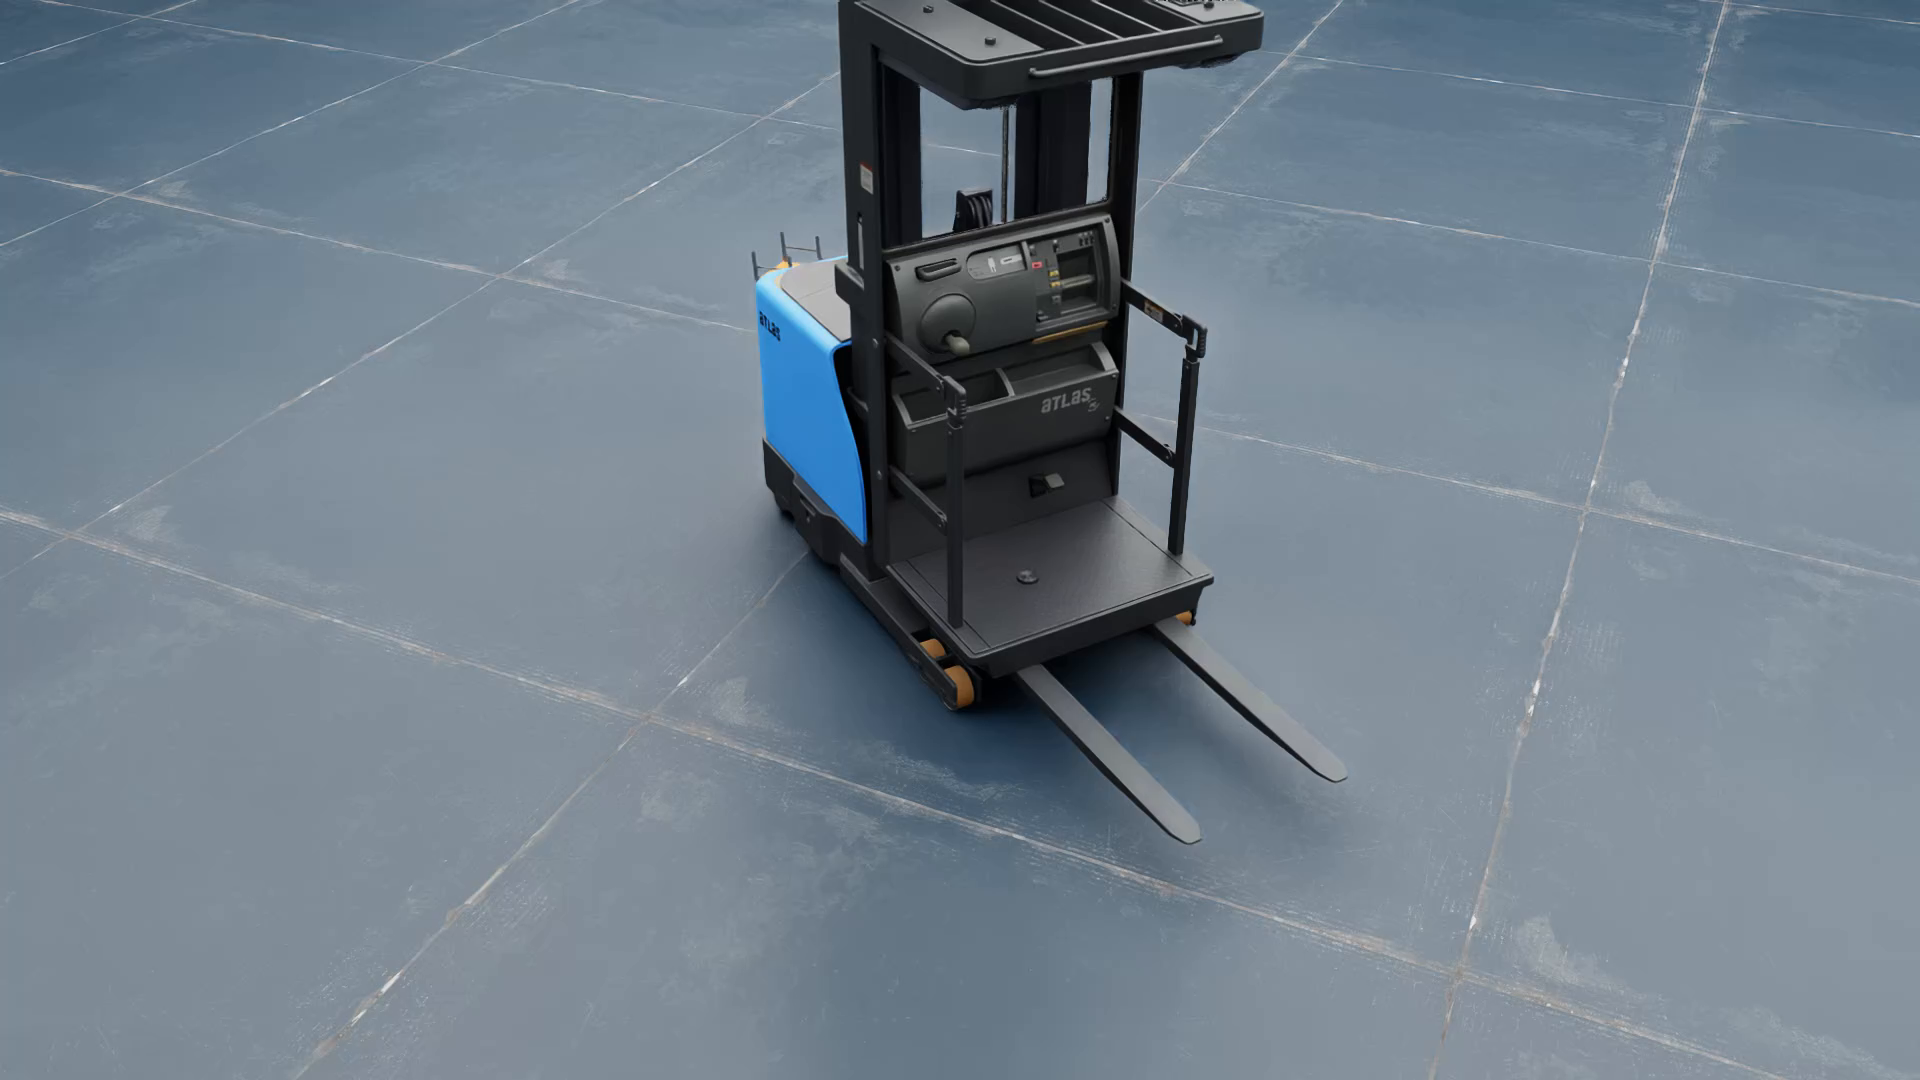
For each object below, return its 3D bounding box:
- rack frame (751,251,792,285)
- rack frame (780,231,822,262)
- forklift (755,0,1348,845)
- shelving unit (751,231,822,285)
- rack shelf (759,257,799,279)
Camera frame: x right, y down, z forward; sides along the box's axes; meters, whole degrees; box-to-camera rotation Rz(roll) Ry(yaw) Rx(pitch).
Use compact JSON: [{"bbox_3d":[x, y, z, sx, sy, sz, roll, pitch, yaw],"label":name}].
[{"bbox_3d":[-0.788,-0.796,7.493,0.200,1.050,0.008,11,35,23],"label":"rack frame"},{"bbox_3d":[-0.683,-0.916,7.678,0.200,1.050,0.008,11,35,23],"label":"rack frame"},{"bbox_3d":[0.282,-0.873,5.908,1.130,2.935,3.031,-17,37,-24],"label":"forklift"},{"bbox_3d":[-0.736,-0.856,7.585,0.215,1.050,0.252,11,35,23],"label":"shelving unit"},{"bbox_3d":[-0.753,-1.089,7.443,0.215,0.259,0.240,11,35,23],"label":"rack shelf"}]
